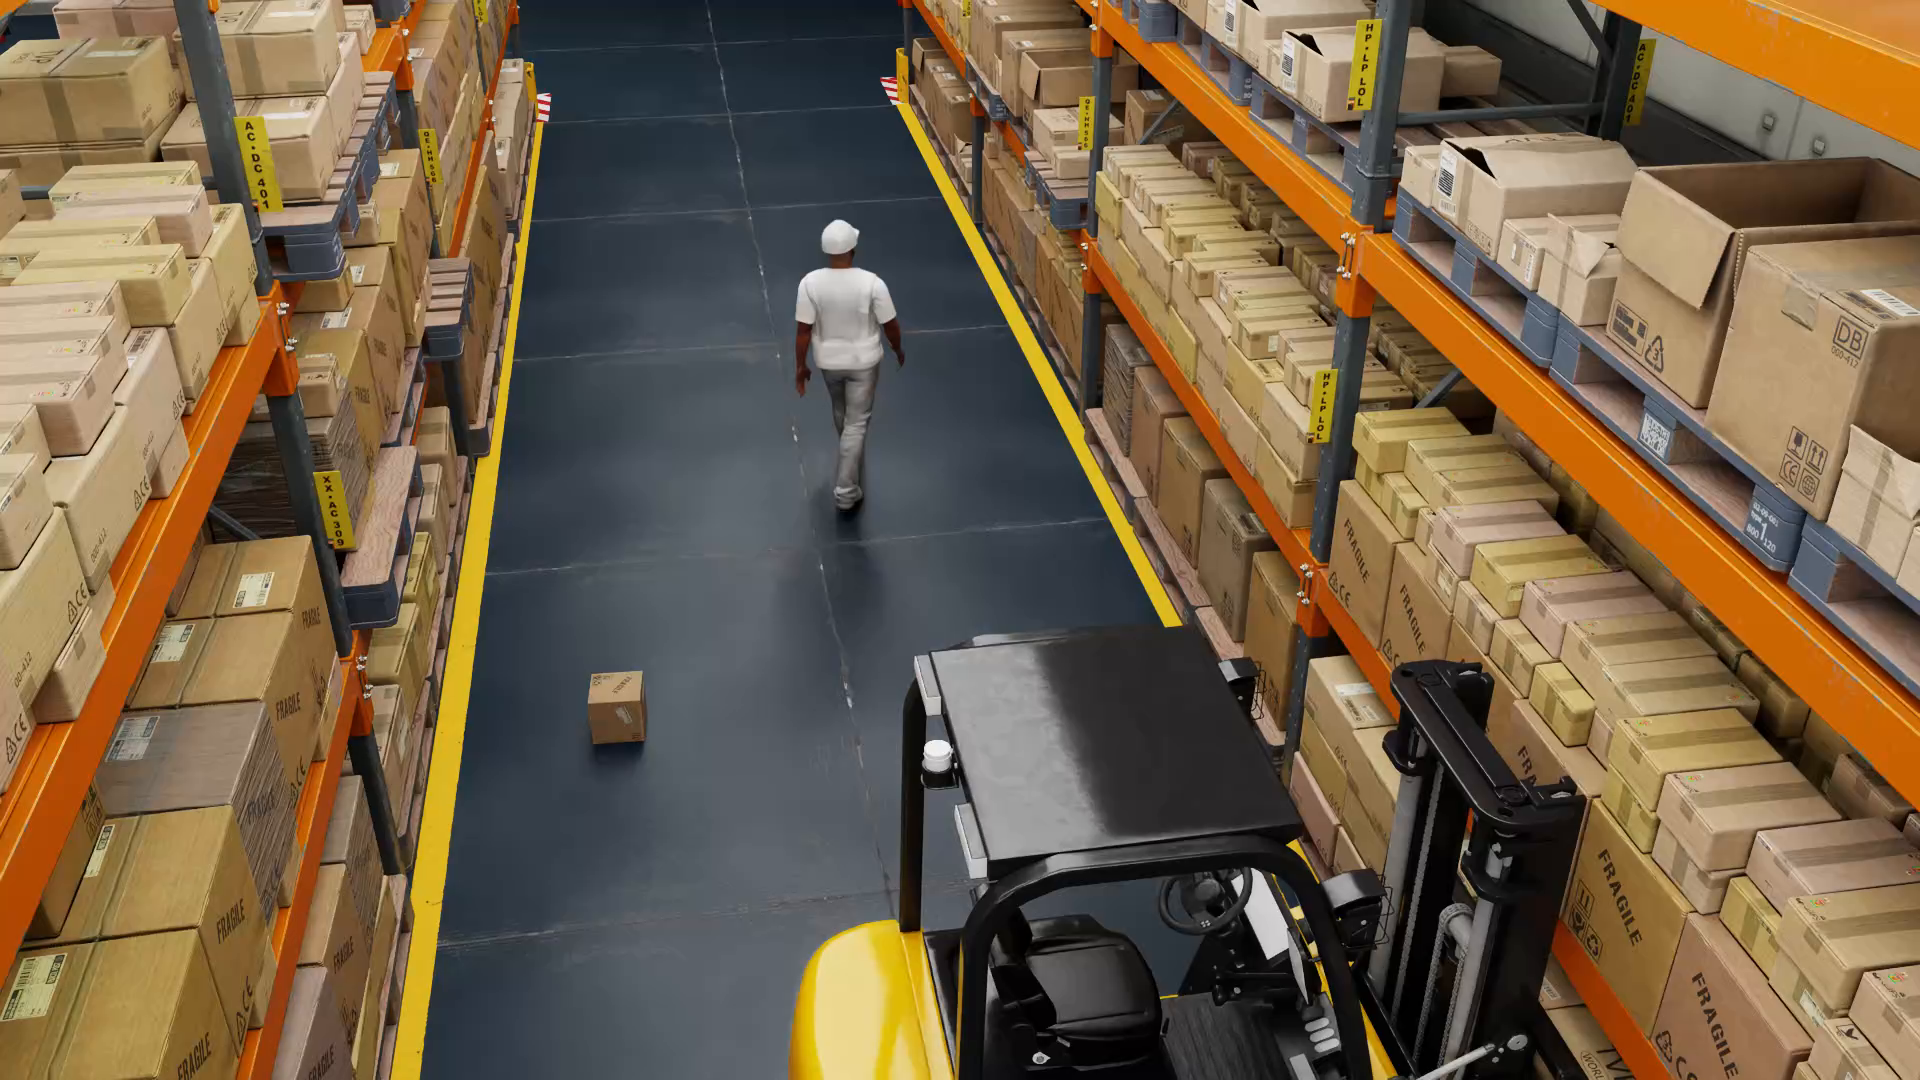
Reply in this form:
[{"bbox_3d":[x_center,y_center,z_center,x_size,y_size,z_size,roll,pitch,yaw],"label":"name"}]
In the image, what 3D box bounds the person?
[{"bbox_3d":[-0.650,-1.128,10.031,0.604,1.716,1.031,6,31,10],"label":"person"}]
